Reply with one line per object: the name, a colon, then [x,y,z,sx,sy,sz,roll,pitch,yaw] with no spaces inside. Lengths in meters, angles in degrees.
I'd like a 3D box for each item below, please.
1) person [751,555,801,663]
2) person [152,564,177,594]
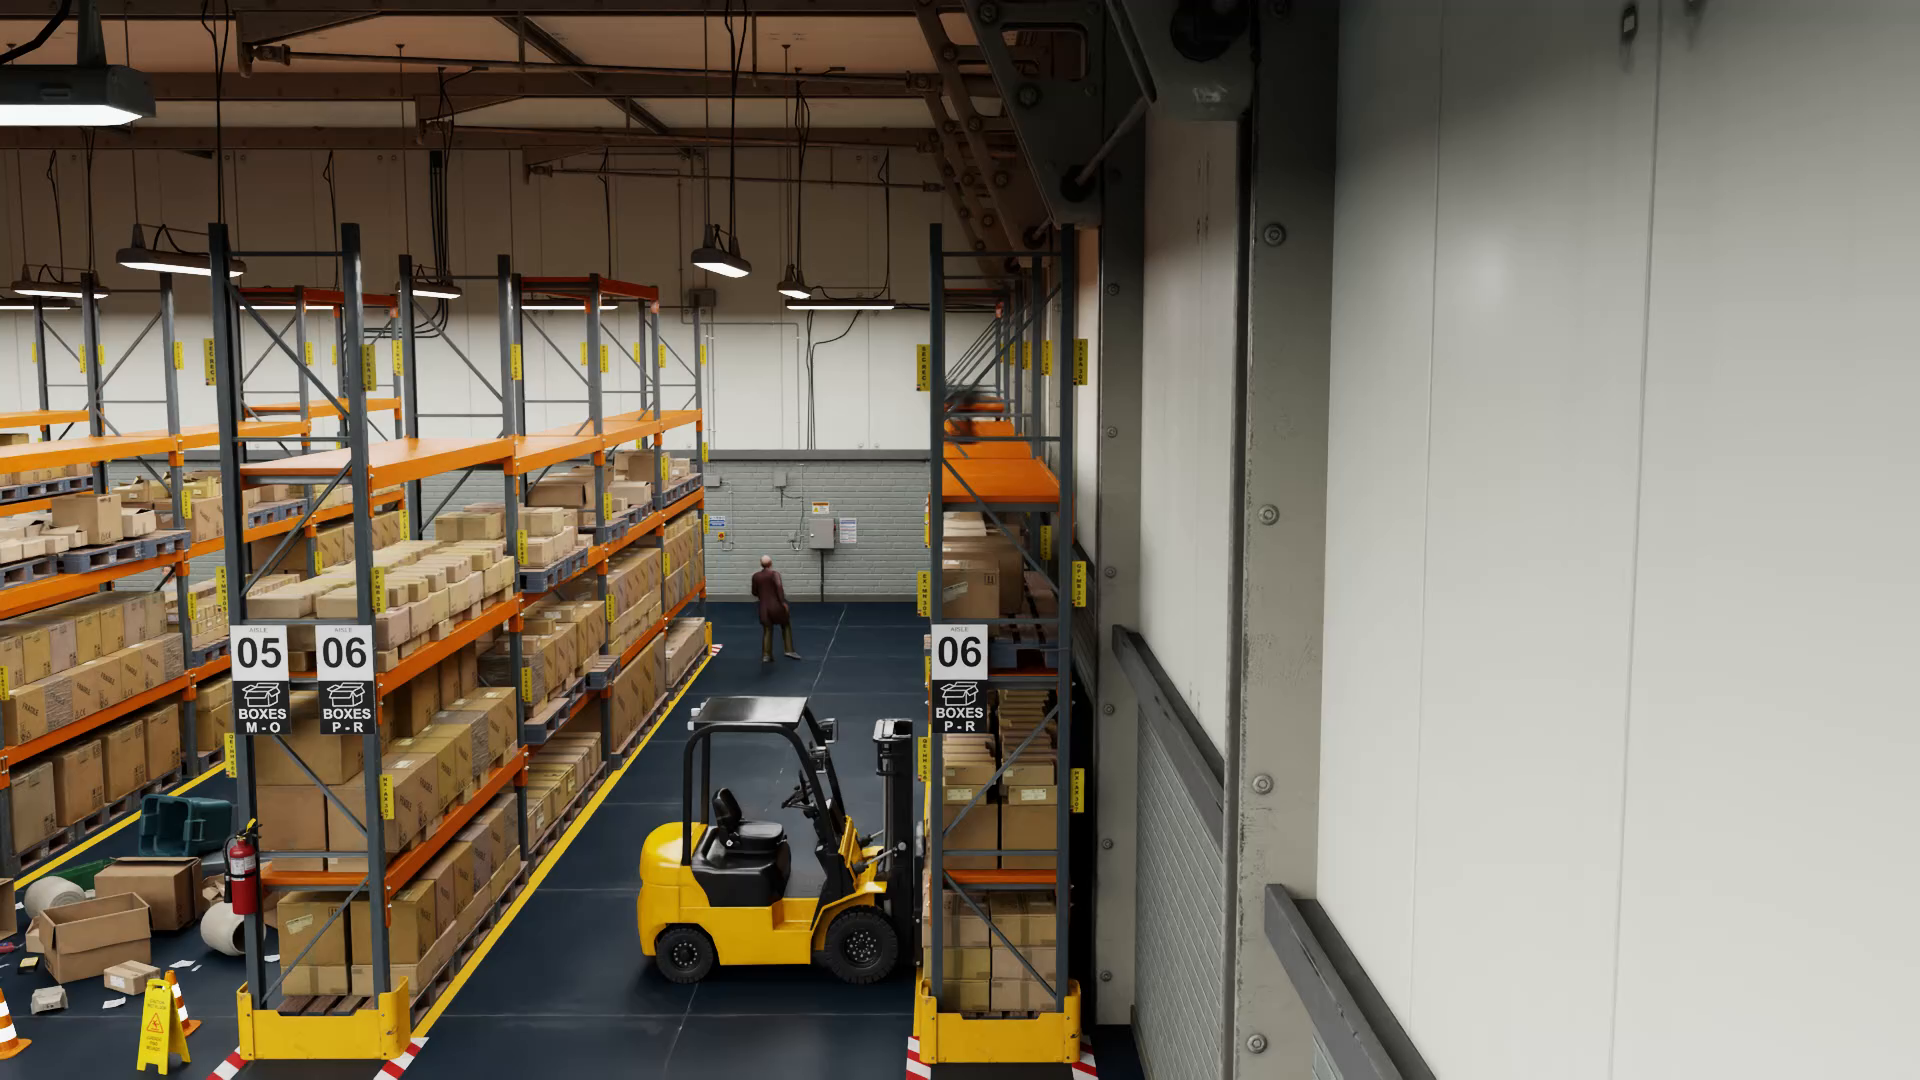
person: [-3.068,1.134,26.933,0.744,1.755,0.915,2,7,15]
person: [-12.742,1.208,26.872,0.513,1.691,0.794,0,7,1]
